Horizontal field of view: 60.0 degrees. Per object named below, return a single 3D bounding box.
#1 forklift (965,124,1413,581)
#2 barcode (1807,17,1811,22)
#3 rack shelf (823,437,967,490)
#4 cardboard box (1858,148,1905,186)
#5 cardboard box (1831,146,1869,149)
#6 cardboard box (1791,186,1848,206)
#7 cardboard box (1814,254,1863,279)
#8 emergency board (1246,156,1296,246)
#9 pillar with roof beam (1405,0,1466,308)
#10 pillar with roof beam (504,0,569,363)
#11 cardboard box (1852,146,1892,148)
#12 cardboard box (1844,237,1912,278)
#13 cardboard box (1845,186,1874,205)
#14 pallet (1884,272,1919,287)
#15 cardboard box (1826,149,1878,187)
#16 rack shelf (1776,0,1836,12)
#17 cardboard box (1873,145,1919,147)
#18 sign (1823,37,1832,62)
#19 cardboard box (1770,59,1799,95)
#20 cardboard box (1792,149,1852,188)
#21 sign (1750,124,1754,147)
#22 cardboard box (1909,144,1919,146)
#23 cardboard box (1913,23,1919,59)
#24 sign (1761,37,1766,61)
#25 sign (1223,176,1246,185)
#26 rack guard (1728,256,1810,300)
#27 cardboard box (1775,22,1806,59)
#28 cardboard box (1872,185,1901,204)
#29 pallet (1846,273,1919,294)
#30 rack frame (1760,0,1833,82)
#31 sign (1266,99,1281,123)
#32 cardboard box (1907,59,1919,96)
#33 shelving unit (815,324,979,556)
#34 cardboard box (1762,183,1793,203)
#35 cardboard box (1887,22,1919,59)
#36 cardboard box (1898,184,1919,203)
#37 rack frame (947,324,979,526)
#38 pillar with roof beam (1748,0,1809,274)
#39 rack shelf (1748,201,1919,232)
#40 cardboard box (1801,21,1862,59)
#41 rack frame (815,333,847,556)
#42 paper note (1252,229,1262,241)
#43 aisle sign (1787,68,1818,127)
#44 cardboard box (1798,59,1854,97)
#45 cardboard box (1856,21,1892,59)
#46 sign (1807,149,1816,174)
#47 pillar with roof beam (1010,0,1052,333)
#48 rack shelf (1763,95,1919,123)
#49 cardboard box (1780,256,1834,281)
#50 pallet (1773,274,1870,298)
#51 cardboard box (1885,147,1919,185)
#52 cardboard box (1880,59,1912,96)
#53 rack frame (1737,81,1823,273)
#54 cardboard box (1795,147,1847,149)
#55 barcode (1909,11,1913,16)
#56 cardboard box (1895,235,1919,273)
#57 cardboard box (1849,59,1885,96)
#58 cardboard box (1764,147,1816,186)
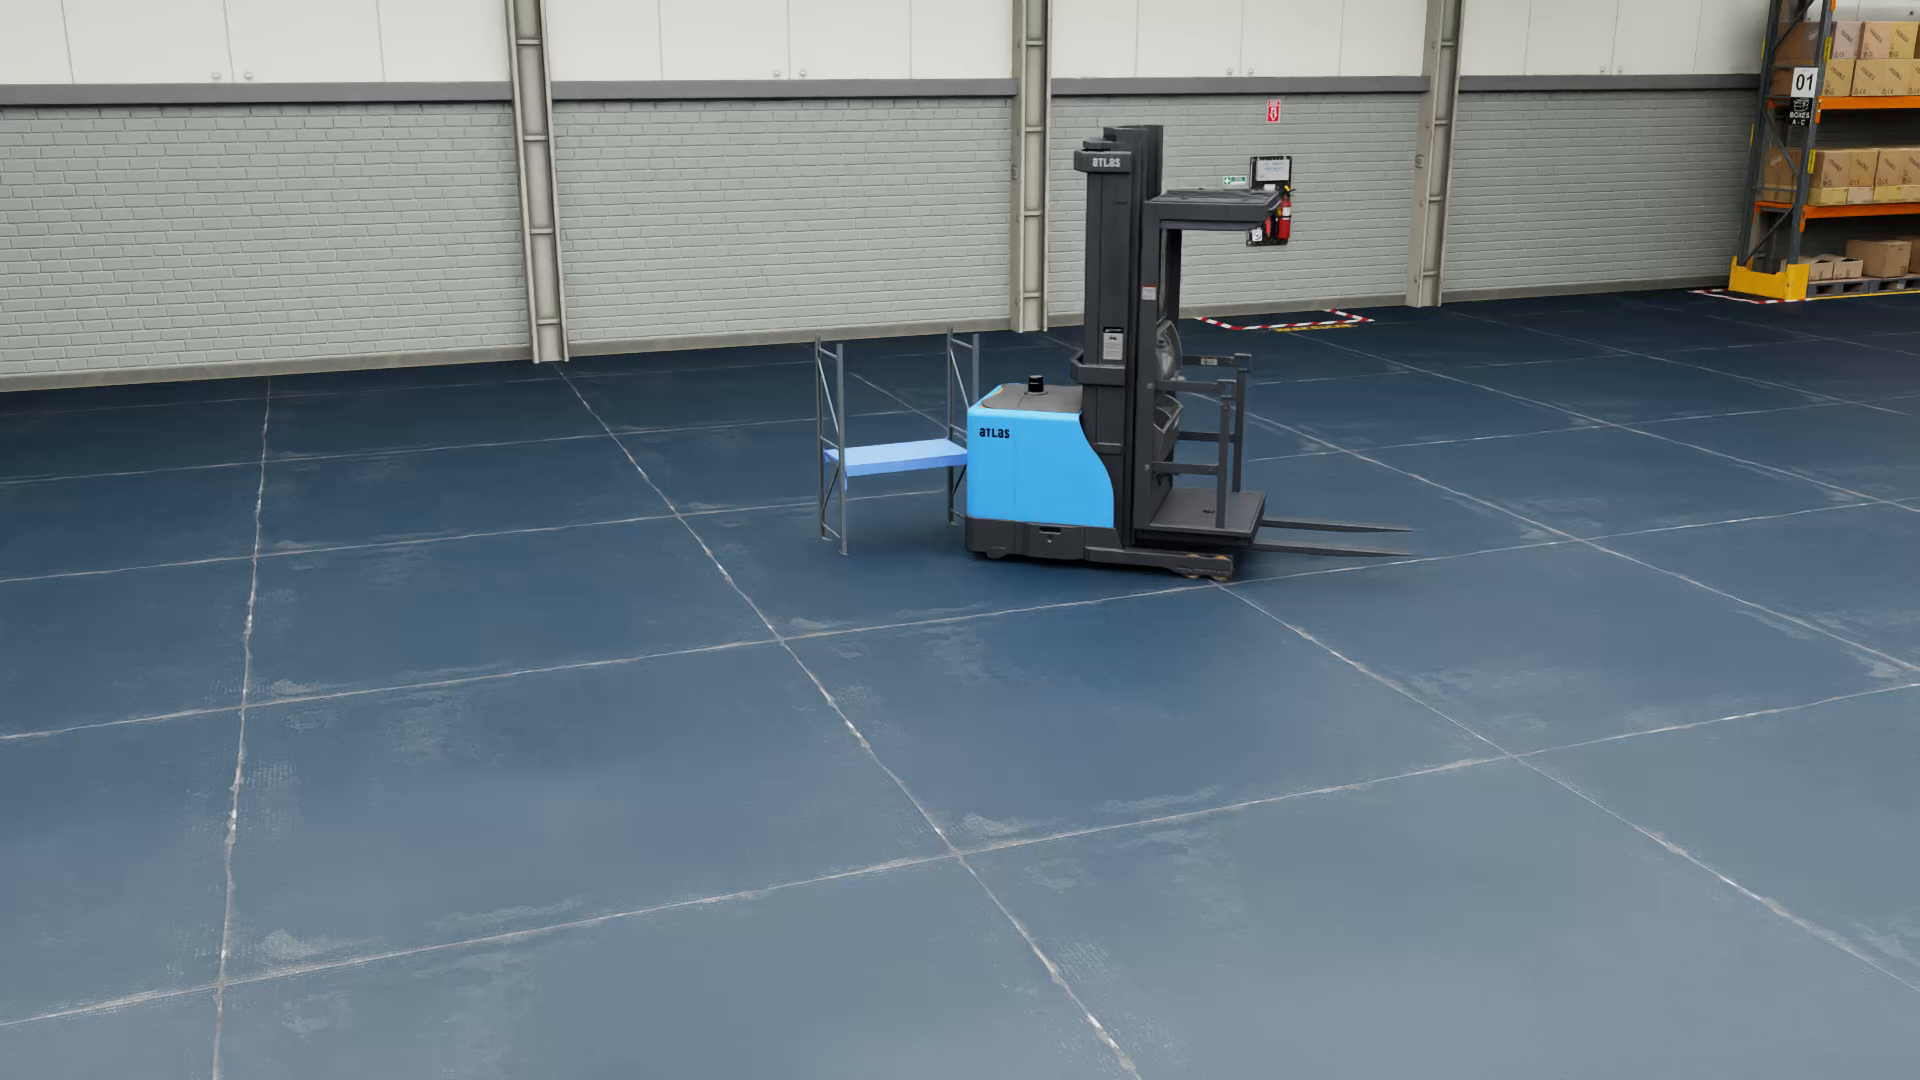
[{"bbox_3d":[1.610,-1.297,11.314,3.031,2.935,1.130,4,17,15],"label":"forklift"},{"bbox_3d":[12.221,-7.490,23.939,0.075,0.075,0.001,-6,17,-20],"label":"barcode"},{"bbox_3d":[-0.447,-0.559,11.979,1.000,0.185,0.538,-7,18,-22],"label":"rack shelf"},{"bbox_3d":[13.240,-5.396,24.050,0.500,0.500,0.500,-7,18,-22],"label":"cardboard box"},{"bbox_3d":[13.055,-5.534,24.520,0.500,0.500,0.500,-7,18,-22],"label":"cardboard box"},{"bbox_3d":[12.306,-4.935,23.811,0.500,0.250,0.500,-7,18,-22],"label":"cardboard box"},{"bbox_3d":[12.947,-4.056,24.579,0.500,0.311,0.500,-5,17,-15],"label":"cardboard box"},{"bbox_3d":[4.157,-4.486,22.051,0.643,1.169,0.194,-6,17,-20],"label":"emergency board"},{"bbox_3d":[8.018,-6.471,18.163,0.400,9.000,9.100,-6,17,-20],"label":"pillar with roof beam"},{"bbox_3d":[-3.187,-5.261,14.043,0.400,9.000,9.100,-6,17,-20],"label":"pillar with roof beam"},{"bbox_3d":[13.526,-5.585,24.693,0.500,0.500,0.500,-6,17,-19],"label":"cardboard box"},{"bbox_3d":[13.650,-4.208,24.760,0.500,0.500,0.700,-7,18,-24],"label":"cardboard box"},{"bbox_3d":[12.786,-4.991,24.002,0.500,0.250,0.500,-7,18,-22],"label":"cardboard box"},{"bbox_3d":[14.857,-4.020,25.414,1.213,0.211,1.003,-6,17,-20],"label":"pallet"},{"bbox_3d":[12.755,-5.346,23.878,0.500,0.500,0.500,-6,17,-20],"label":"cardboard box"},{"bbox_3d":[13.604,-7.765,23.853,4.000,0.370,1.077,-6,17,-20],"label":"rack shelf"},{"bbox_3d":[14.006,-5.640,24.881,0.500,0.500,0.500,-6,17,-19],"label":"cardboard box"},{"bbox_3d":[11.931,-6.748,22.878,0.005,0.325,0.100,-6,17,-20],"label":"sign"},{"bbox_3d":[12.036,-6.637,23.840,0.500,0.500,0.500,-5,17,-16],"label":"cardboard box"},{"bbox_3d":[12.290,-5.298,23.717,0.500,0.500,0.500,-6,17,-20],"label":"cardboard box"},{"bbox_3d":[11.557,-5.887,24.206,0.005,0.325,0.100,-6,17,-20],"label":"sign"},{"bbox_3d":[14.474,-5.689,25.047,0.500,0.500,0.500,-6,17,-20],"label":"cardboard box"},{"bbox_3d":[14.109,-7.176,23.902,0.500,0.500,0.500,-7,18,-22],"label":"cardboard box"},{"bbox_3d":[11.557,-7.044,23.867,0.005,0.325,0.100,-6,17,-20],"label":"sign"},{"bbox_3d":[3.611,-4.727,21.867,0.331,0.109,0.001,-6,17,-20],"label":"sign"},{"bbox_3d":[11.807,-3.840,24.288,0.348,0.500,1.175,-6,17,-20],"label":"rack guard"},{"bbox_3d":[12.046,-7.121,23.712,0.500,0.500,0.500,-5,17,-18],"label":"cardboard box"},{"bbox_3d":[13.263,-5.041,24.172,0.500,0.250,0.500,-6,18,-21],"label":"cardboard box"},{"bbox_3d":[13.716,-3.896,24.991,1.213,0.211,1.003,-6,17,-20],"label":"pallet"},{"bbox_3d":[11.736,-7.910,23.065,0.127,3.000,1.000,-6,17,-20],"label":"rack frame"},{"bbox_3d":[4.113,-5.624,21.811,0.199,0.298,0.001,-6,17,-20],"label":"sign"},{"bbox_3d":[13.629,-6.654,23.898,0.500,0.500,0.500,-5,17,-17],"label":"cardboard box"},{"bbox_3d":[-0.447,-0.732,11.928,1.048,1.500,0.538,-7,18,-22],"label":"shelving unit"},{"bbox_3d":[12.104,-5.068,24.262,0.500,0.250,0.500,-6,17,-19],"label":"cardboard box"},{"bbox_3d":[13.144,-7.075,23.557,0.500,0.500,0.500,-6,17,-19],"label":"cardboard box"},{"bbox_3d":[13.736,-5.091,24.343,0.500,0.250,0.500,-6,17,-20],"label":"cardboard box"},{"bbox_3d":[0.020,-0.789,12.123,0.032,1.500,0.500,-7,18,-22],"label":"rack frame"},{"bbox_3d":[13.621,-7.076,20.223,0.400,9.000,9.100,-6,17,-20],"label":"pillar with roof beam"},{"bbox_3d":[13.604,-4.888,24.698,4.000,0.370,1.077,-6,17,-20],"label":"rack shelf"},{"bbox_3d":[12.183,-6.983,23.244,0.500,0.500,0.500,-8,18,-24],"label":"cardboard box"},{"bbox_3d":[-0.913,-0.675,11.734,0.032,1.500,0.500,-7,18,-22],"label":"rack frame"},{"bbox_3d":[3.967,-4.064,22.176,0.142,0.148,0.016,-6,17,-20],"label":"paper note"},{"bbox_3d":[11.777,-6.193,23.250,0.004,0.787,0.394,-6,17,-20],"label":"aisle sign"},{"bbox_3d":[12.138,-6.497,23.361,0.500,0.500,0.500,-6,17,-19],"label":"cardboard box"},{"bbox_3d":[12.670,-7.021,23.371,0.500,0.500,0.500,-6,18,-21],"label":"cardboard box"},{"bbox_3d":[11.931,-5.305,23.302,0.005,0.325,0.100,-6,17,-20],"label":"sign"},{"bbox_3d":[2.416,-5.866,16.103,0.400,9.000,9.100,-6,17,-20],"label":"pillar with roof beam"},{"bbox_3d":[13.604,-6.328,24.275,4.000,0.370,1.077,-6,17,-20],"label":"rack shelf"},{"bbox_3d":[12.415,-3.999,24.384,0.500,0.311,0.500,-8,18,-26],"label":"cardboard box"},{"bbox_3d":[12.579,-3.774,24.576,1.213,0.211,1.003,-6,17,-20],"label":"pallet"},{"bbox_3d":[13.717,-5.451,24.238,0.500,0.500,0.500,-6,17,-18],"label":"cardboard box"},{"bbox_3d":[13.136,-6.595,23.695,0.500,0.500,0.500,-5,17,-18],"label":"cardboard box"},{"bbox_3d":[11.736,-5.032,23.910,0.127,3.000,1.000,-6,17,-20],"label":"rack frame"},{"bbox_3d":[12.574,-5.481,24.339,0.500,0.500,0.500,-6,17,-19],"label":"cardboard box"},{"bbox_3d":[14.020,-7.759,24.501,0.075,0.075,0.001,-6,17,-20],"label":"barcode"},{"bbox_3d":[14.517,-4.332,25.181,0.500,0.500,0.500,-8,18,-24],"label":"cardboard box"},{"bbox_3d":[12.652,-6.541,23.514,0.500,0.500,0.500,-5,17,-16],"label":"cardboard box"},{"bbox_3d":[12.101,-5.433,24.175,0.500,0.500,0.500,-6,18,-21],"label":"cardboard box"}]
